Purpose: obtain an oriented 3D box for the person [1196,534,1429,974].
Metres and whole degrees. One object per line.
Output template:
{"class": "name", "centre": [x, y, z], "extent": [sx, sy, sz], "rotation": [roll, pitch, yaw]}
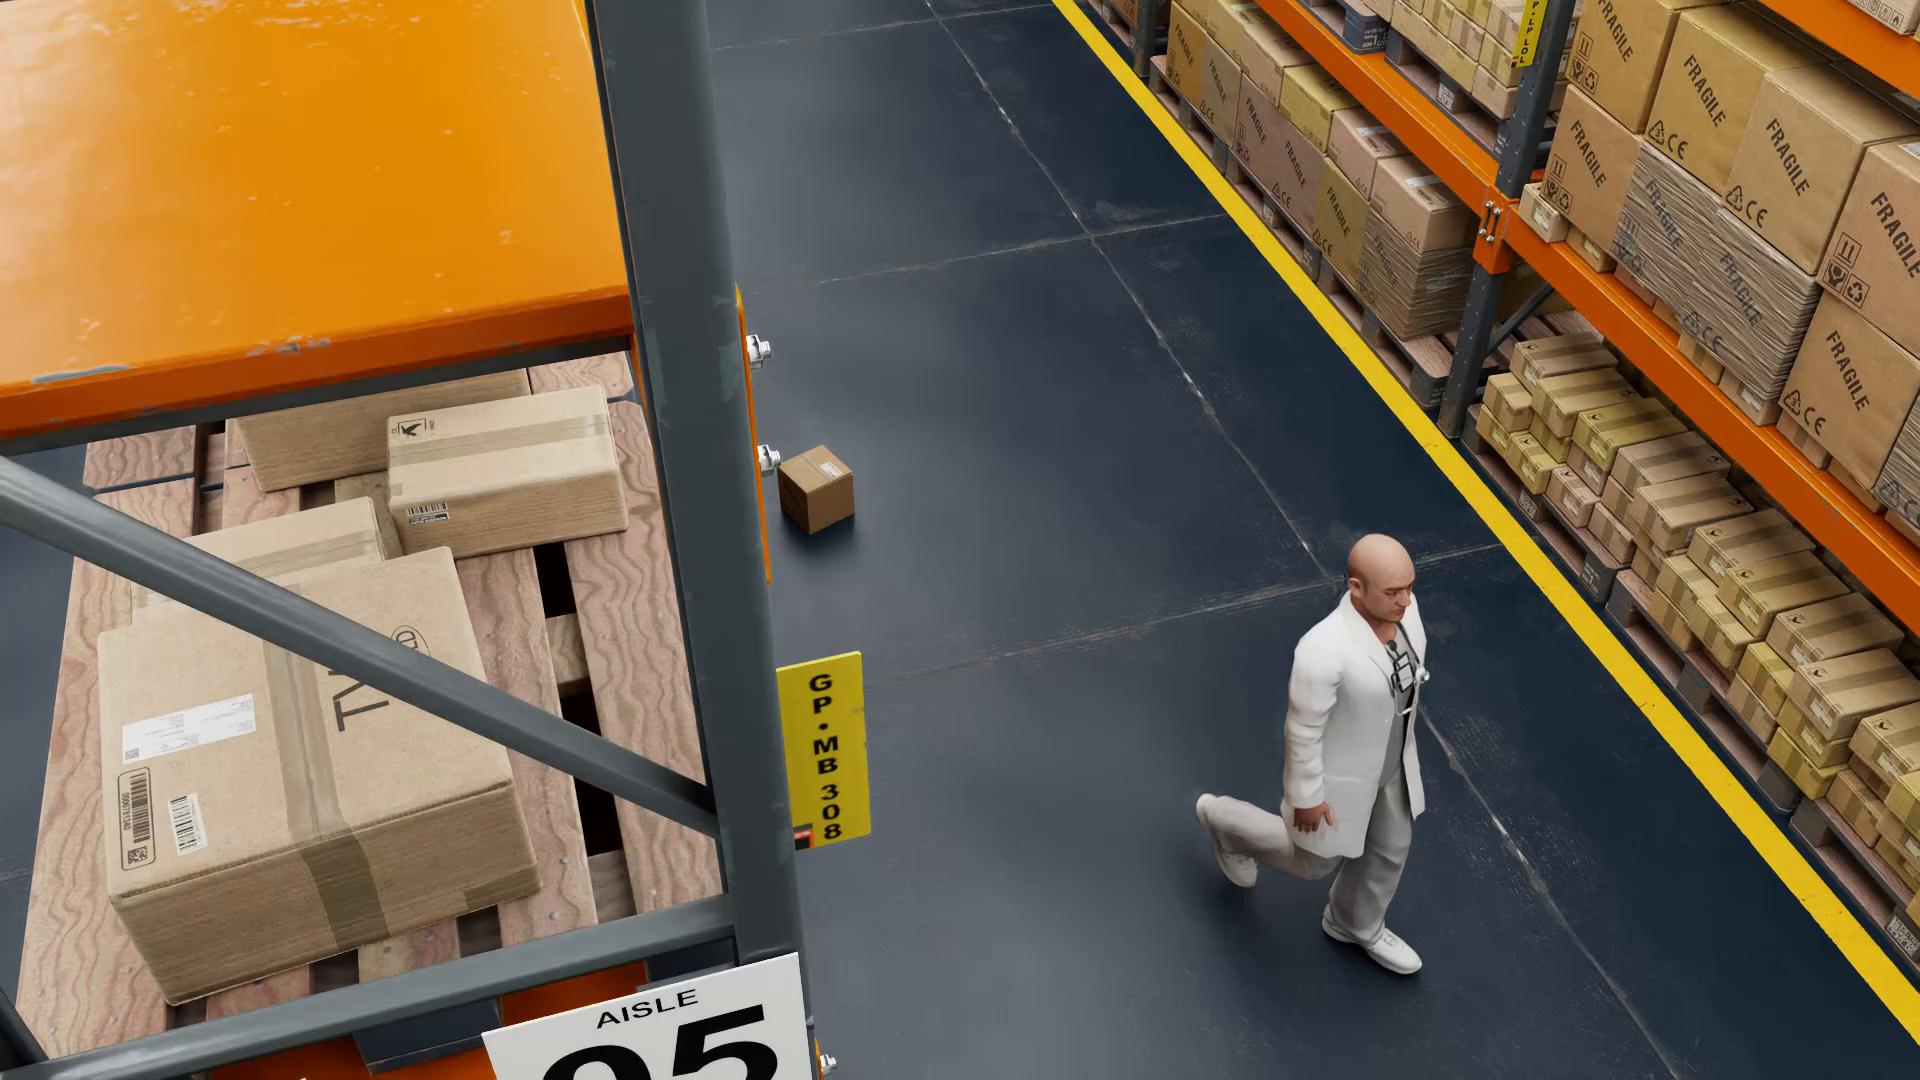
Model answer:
{"class": "person", "centre": [1.219, 0.719, 5.416], "extent": [0.590, 1.655, 0.890], "rotation": [-31, 50, -30]}
